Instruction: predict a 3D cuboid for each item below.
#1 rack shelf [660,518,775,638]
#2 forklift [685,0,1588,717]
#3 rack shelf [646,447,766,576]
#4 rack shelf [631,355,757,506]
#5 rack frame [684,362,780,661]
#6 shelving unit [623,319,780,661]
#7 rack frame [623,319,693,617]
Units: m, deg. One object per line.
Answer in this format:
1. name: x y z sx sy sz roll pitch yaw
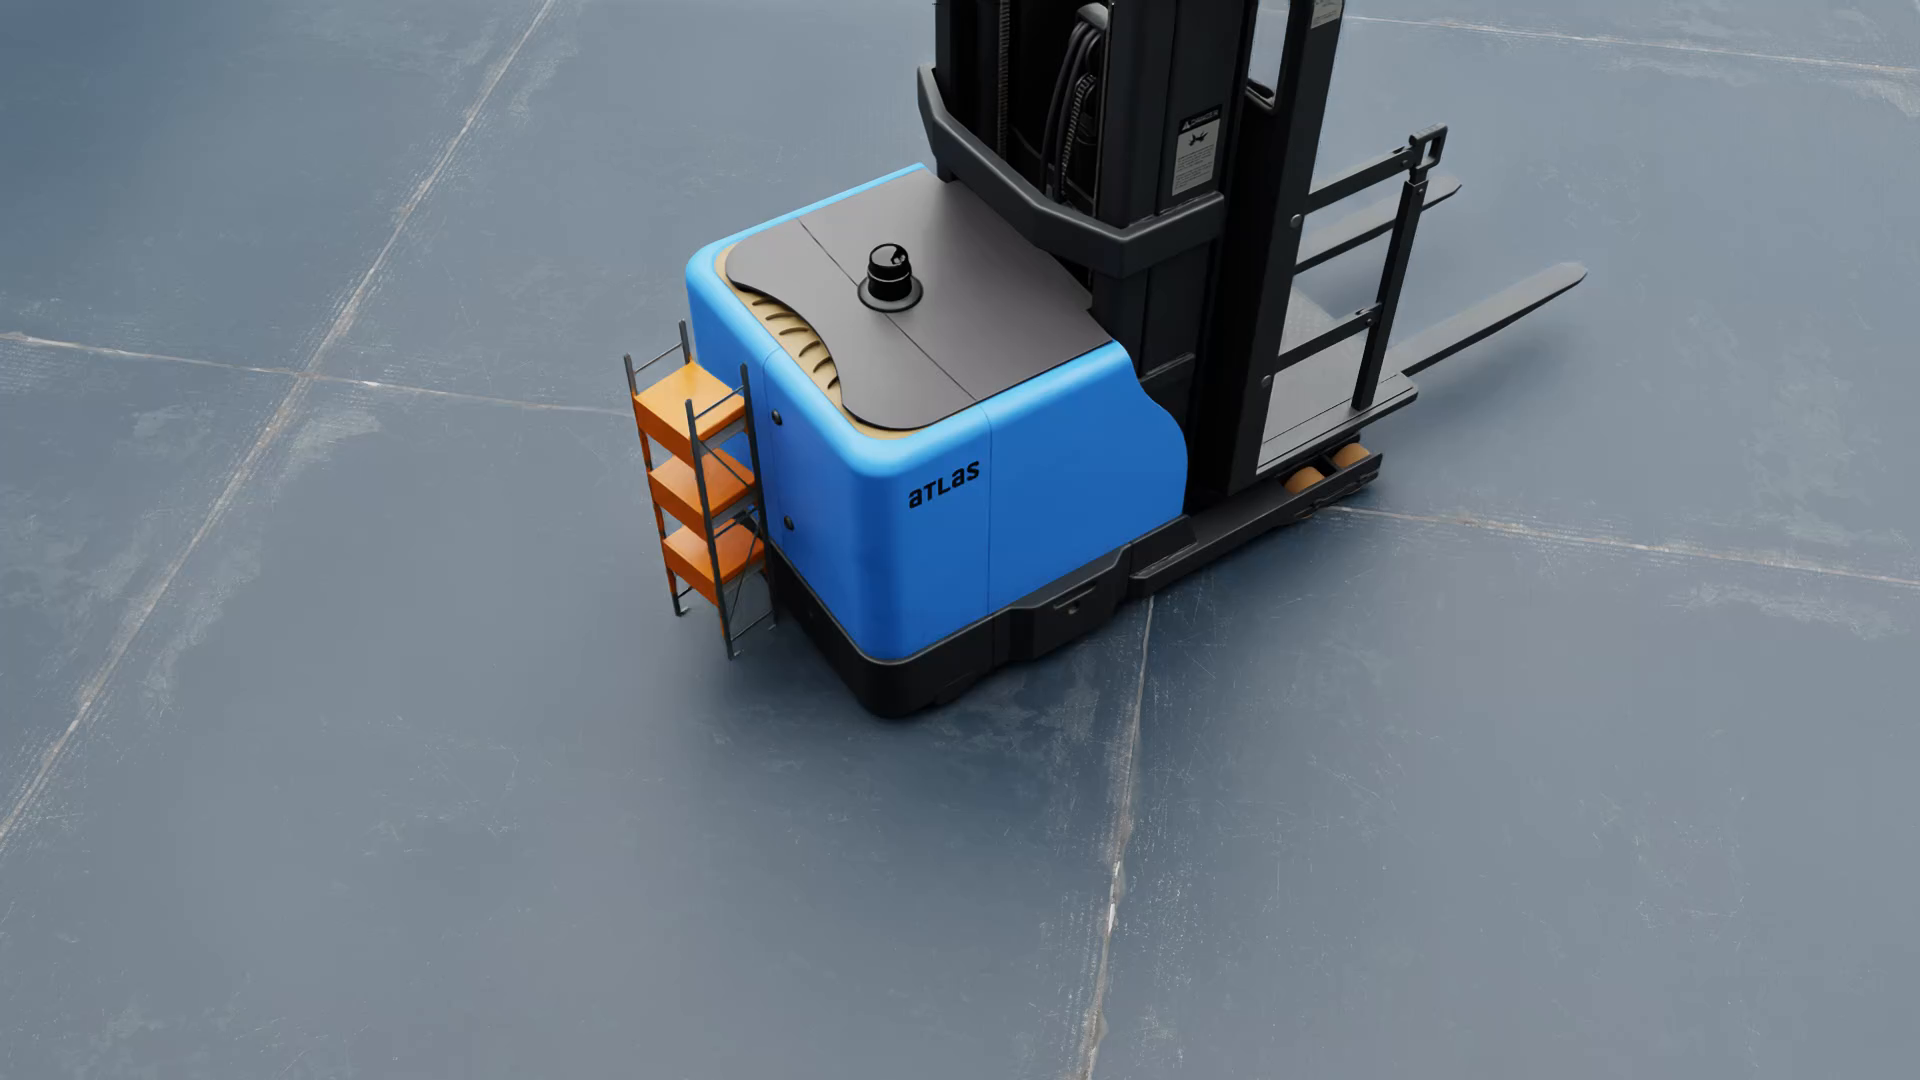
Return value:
1. rack shelf: -0.703 0.083 4.858 0.240 0.259 0.215 36 57 28
2. forklift: 0.746 -1.350 4.493 3.031 2.935 1.130 -26 53 -22
3. rack shelf: -0.704 -0.103 4.651 0.240 0.259 0.215 36 57 28
4. rack shelf: -0.704 -0.293 4.440 0.240 0.259 0.215 36 57 28
5. rack frame: -0.616 -0.047 4.587 0.008 1.050 0.200 36 57 28
6. shelving unit: -0.704 -0.110 4.643 0.252 1.050 0.215 36 57 28
7. rack frame: -0.791 -0.173 4.700 0.008 1.050 0.200 36 57 28
